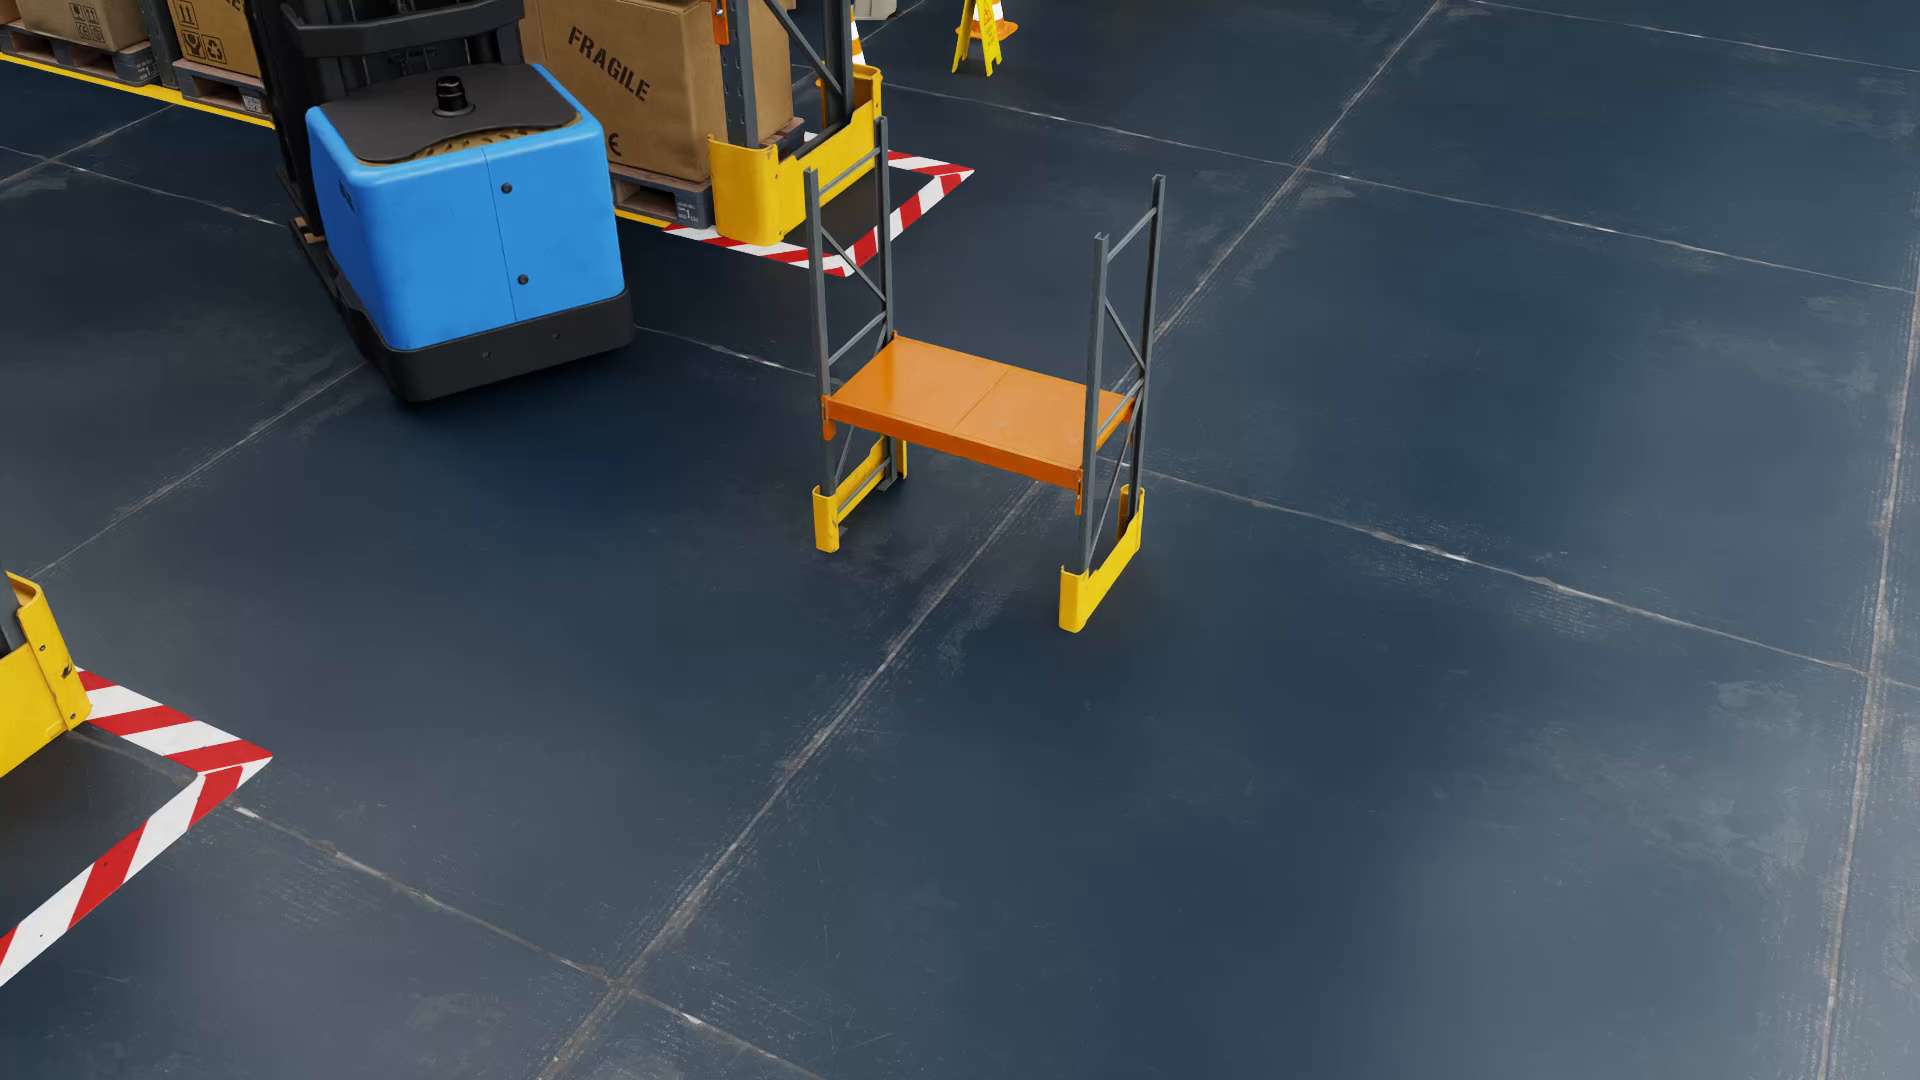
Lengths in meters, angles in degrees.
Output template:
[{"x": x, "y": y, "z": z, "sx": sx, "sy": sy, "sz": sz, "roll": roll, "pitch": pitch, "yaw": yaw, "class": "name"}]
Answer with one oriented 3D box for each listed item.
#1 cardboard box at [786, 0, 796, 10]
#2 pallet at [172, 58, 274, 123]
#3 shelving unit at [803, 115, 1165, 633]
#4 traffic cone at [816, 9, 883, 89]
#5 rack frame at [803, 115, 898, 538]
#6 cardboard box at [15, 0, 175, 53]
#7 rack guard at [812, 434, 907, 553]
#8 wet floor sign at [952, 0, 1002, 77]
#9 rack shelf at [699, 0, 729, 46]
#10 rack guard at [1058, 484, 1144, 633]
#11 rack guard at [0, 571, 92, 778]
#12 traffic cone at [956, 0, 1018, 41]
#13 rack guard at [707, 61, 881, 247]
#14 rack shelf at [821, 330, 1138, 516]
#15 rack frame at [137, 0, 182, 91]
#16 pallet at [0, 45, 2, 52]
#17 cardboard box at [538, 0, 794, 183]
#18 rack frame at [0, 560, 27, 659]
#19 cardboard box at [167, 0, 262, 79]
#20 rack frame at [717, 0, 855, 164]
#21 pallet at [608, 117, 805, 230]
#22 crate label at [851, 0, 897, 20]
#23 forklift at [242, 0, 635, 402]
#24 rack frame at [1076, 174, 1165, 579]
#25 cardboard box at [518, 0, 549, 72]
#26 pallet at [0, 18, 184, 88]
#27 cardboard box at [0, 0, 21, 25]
[{"x": -1.372, "y": -3.807, "z": 10.849, "sx": 0.637, "sy": 0.503, "sz": 0.797, "roll": -8, "pitch": 38, "yaw": -10, "class": "cardboard box"}, {"x": -3.747, "y": -2.734, "z": 9.677, "sx": 1.213, "sy": 0.211, "sz": 1.003, "roll": 17, "pitch": 41, "yaw": 21, "class": "pallet"}, {"x": 0.068, "y": -0.576, "z": 5.769, "sx": 1.083, "sy": 1.500, "sz": 0.587, "roll": 17, "pitch": 41, "yaw": 21, "class": "shelving unit"}, {"x": -0.653, "y": -2.886, "z": 9.669, "sx": 0.334, "sy": 0.463, "sz": 0.336, "roll": 17, "pitch": 41, "yaw": 21, "class": "traffic cone"}, {"x": -0.376, "y": -0.715, "z": 5.952, "sx": 0.032, "sy": 1.500, "sz": 0.500, "roll": 17, "pitch": 41, "yaw": 21, "class": "rack frame"}, {"x": -4.979, "y": -3.494, "z": 9.885, "sx": 0.750, "sy": 0.750, "sz": 1.050, "roll": 17, "pitch": 40, "yaw": 21, "class": "cardboard box"}, {"x": -0.375, "y": -0.217, "z": 6.329, "sx": 0.087, "sy": 0.250, "sz": 0.587, "roll": 17, "pitch": 41, "yaw": 21, "class": "rack guard"}, {"x": 0.102, "y": -3.103, "z": 9.805, "sx": 0.232, "sy": 0.644, "sz": 0.267, "roll": 11, "pitch": 38, "yaw": 14, "class": "wet floor sign"}, {"x": -2.610, "y": -3.256, "z": 8.653, "sx": 4.000, "sy": 0.370, "sz": 1.077, "roll": 17, "pitch": 41, "yaw": 21, "class": "rack shelf"}, {"x": 0.510, "y": 0.060, "z": 5.964, "sx": 0.087, "sy": 0.250, "sz": 0.587, "roll": 17, "pitch": 41, "yaw": 21, "class": "rack guard"}, {"x": -3.273, "y": 0.623, "z": 5.015, "sx": 0.348, "sy": 0.500, "sz": 1.175, "roll": 17, "pitch": 41, "yaw": 21, "class": "rack guard"}, {"x": 0.169, "y": -3.398, "z": 10.344, "sx": 0.334, "sy": 0.463, "sz": 0.336, "roll": 17, "pitch": 41, "yaw": 21, "class": "traffic cone"}, {"x": -0.813, "y": -1.984, "z": 8.450, "sx": 0.348, "sy": 0.500, "sz": 1.175, "roll": 17, "pitch": 41, "yaw": 21, "class": "rack guard"}, {"x": 0.076, "y": -0.430, "z": 5.874, "sx": 1.000, "sy": 0.185, "sz": 0.538, "roll": 17, "pitch": 41, "yaw": 21, "class": "rack shelf"}, {"x": -4.386, "y": -4.098, "z": 9.168, "sx": 0.127, "sy": 3.000, "sz": 1.000, "roll": 17, "pitch": 41, "yaw": 21, "class": "rack frame"}, {"x": -6.194, "y": -3.500, "z": 10.687, "sx": 1.213, "sy": 0.211, "sz": 1.003, "roll": 17, "pitch": 41, "yaw": 21, "class": "pallet"}, {"x": -1.467, "y": -2.460, "z": 8.420, "sx": 0.875, "sy": 0.875, "sz": 0.875, "roll": 18, "pitch": 41, "yaw": 22, "class": "cardboard box"}, {"x": -3.205, "y": -0.351, "z": 4.232, "sx": 0.127, "sy": 3.000, "sz": 1.000, "roll": 17, "pitch": 41, "yaw": 21, "class": "rack frame"}, {"x": -3.860, "y": -3.207, "z": 9.404, "sx": 0.875, "sy": 0.875, "sz": 0.875, "roll": 18, "pitch": 41, "yaw": 22, "class": "cardboard box"}, {"x": -0.834, "y": -2.986, "z": 7.703, "sx": 0.127, "sy": 3.000, "sz": 1.000, "roll": 17, "pitch": 41, "yaw": 21, "class": "rack frame"}, {"x": -1.580, "y": -2.056, "z": 8.784, "sx": 1.213, "sy": 0.211, "sz": 1.003, "roll": 17, "pitch": 41, "yaw": 21, "class": "pallet"}, {"x": -0.558, "y": -3.453, "z": 10.686, "sx": 0.298, "sy": 0.136, "sz": 0.250, "roll": -2, "pitch": 37, "yaw": -2, "class": "crate label"}, {"x": -2.610, "y": -2.607, "z": 7.260, "sx": 1.130, "sy": 2.935, "sz": 3.031, "roll": -20, "pitch": 41, "yaw": -24, "class": "forklift"}, {"x": 0.527, "y": -0.432, "z": 5.579, "sx": 0.032, "sy": 1.500, "sz": 0.500, "roll": 17, "pitch": 41, "yaw": 21, "class": "rack frame"}, {"x": -2.249, "y": -2.704, "z": 8.741, "sx": 0.875, "sy": 0.875, "sz": 0.875, "roll": 17, "pitch": 40, "yaw": 21, "class": "cardboard box"}, {"x": -5.106, "y": -3.162, "z": 10.241, "sx": 1.213, "sy": 0.211, "sz": 1.003, "roll": 17, "pitch": 41, "yaw": 21, "class": "pallet"}, {"x": -5.834, "y": -3.764, "z": 10.241, "sx": 0.750, "sy": 0.750, "sz": 1.050, "roll": 17, "pitch": 41, "yaw": 21, "class": "cardboard box"}]
